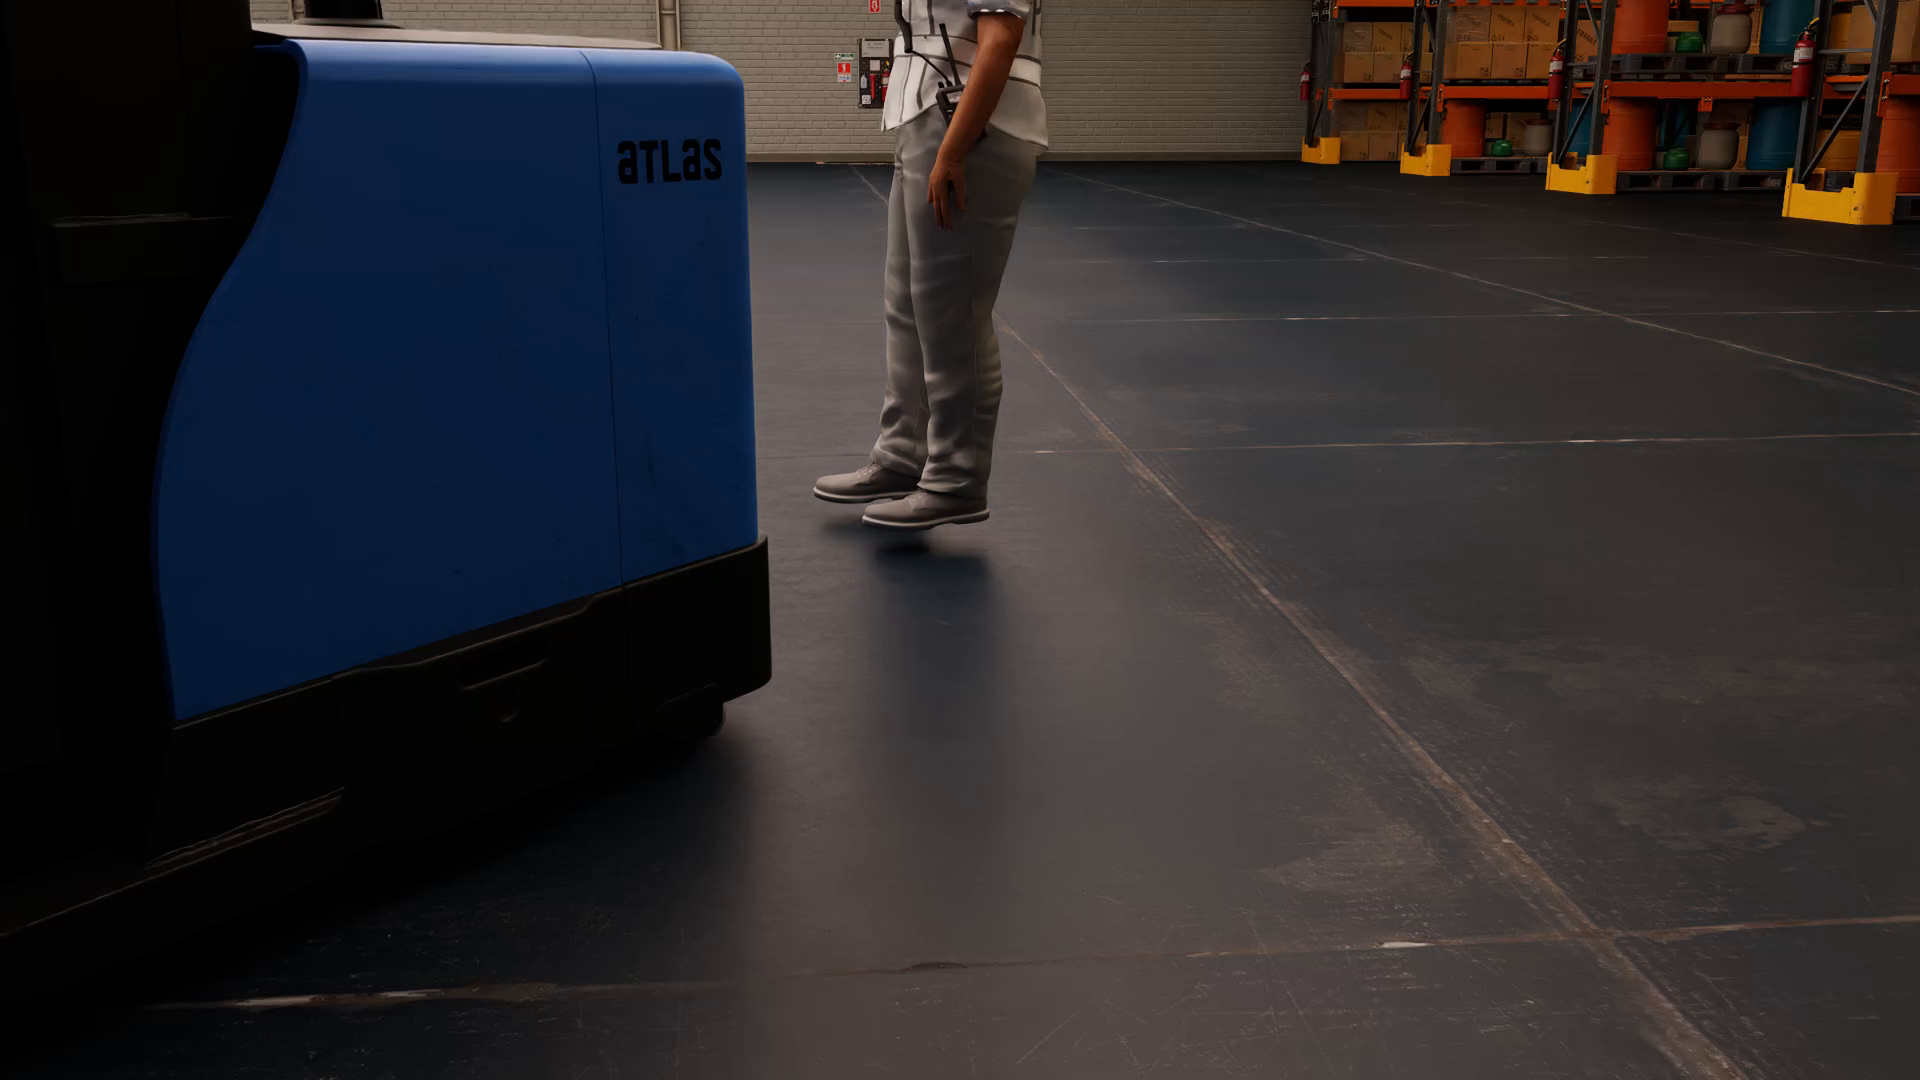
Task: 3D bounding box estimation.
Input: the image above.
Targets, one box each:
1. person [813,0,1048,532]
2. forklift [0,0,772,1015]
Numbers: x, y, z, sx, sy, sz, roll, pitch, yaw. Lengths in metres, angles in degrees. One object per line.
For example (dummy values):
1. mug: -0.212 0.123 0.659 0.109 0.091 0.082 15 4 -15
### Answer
1. person: -0.078 -0.856 3.726 0.529 1.669 0.599 -1 15 -5
2. forklift: -1.581 -0.889 1.550 1.130 2.935 3.031 10 18 34
